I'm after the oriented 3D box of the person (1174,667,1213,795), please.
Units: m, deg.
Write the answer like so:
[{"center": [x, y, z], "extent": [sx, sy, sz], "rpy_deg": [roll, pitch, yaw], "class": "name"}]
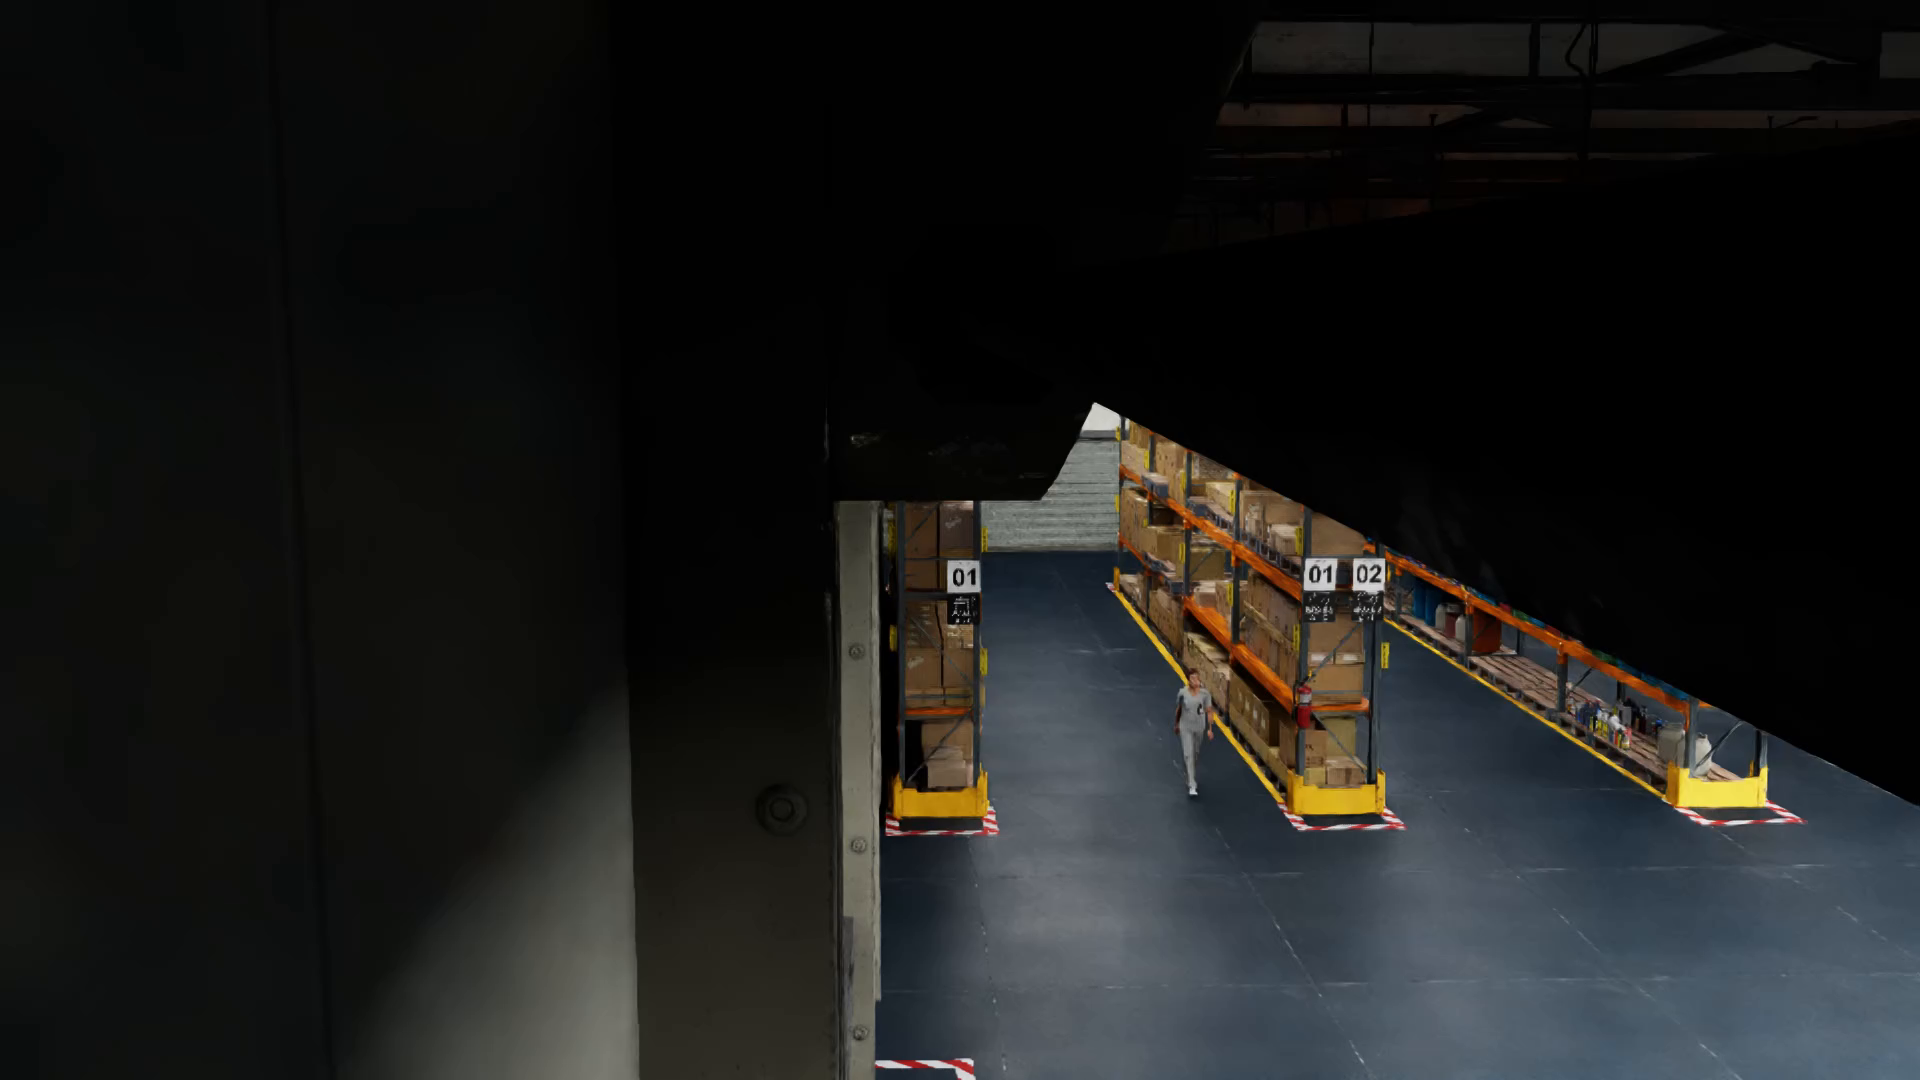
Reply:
[{"center": [3.039, 2.438, 21.568], "extent": [0.455, 1.612, 0.997], "rpy_deg": [-1, 8, -4], "class": "person"}]
